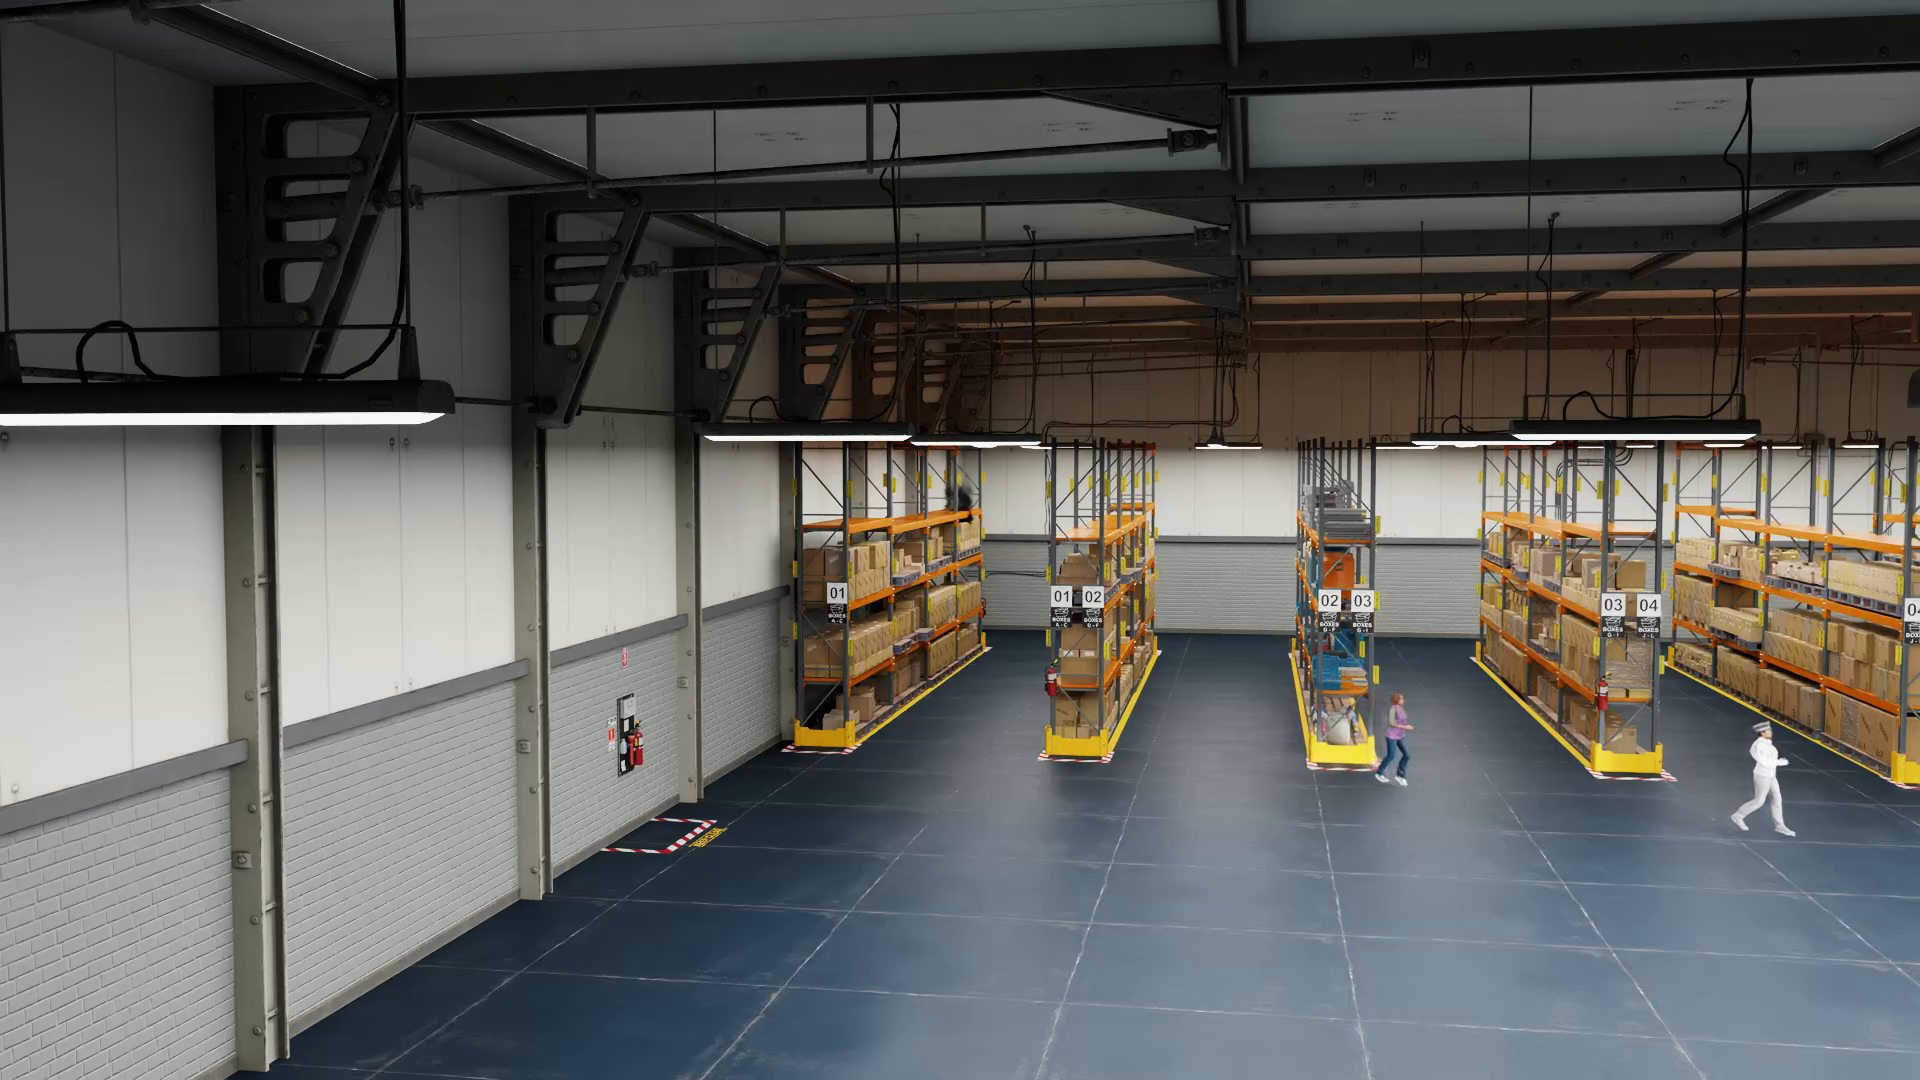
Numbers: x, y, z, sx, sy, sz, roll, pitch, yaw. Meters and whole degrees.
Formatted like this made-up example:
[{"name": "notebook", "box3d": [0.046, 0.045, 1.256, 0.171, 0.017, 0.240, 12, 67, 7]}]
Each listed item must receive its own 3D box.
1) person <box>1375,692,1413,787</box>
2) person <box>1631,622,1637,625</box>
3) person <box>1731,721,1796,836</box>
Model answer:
[{"name": "person", "box3d": [7.474, 3.433, 28.505, 0.707, 1.641, 0.550, 3, 4, 43]}, {"name": "person", "box3d": [17.701, 2.531, 44.079, 0.699, 1.752, 0.868, 1, 3, 24]}, {"name": "person", "box3d": [11.990, 3.533, 24.784, 0.878, 1.684, 0.616, 2, 4, 36]}]
